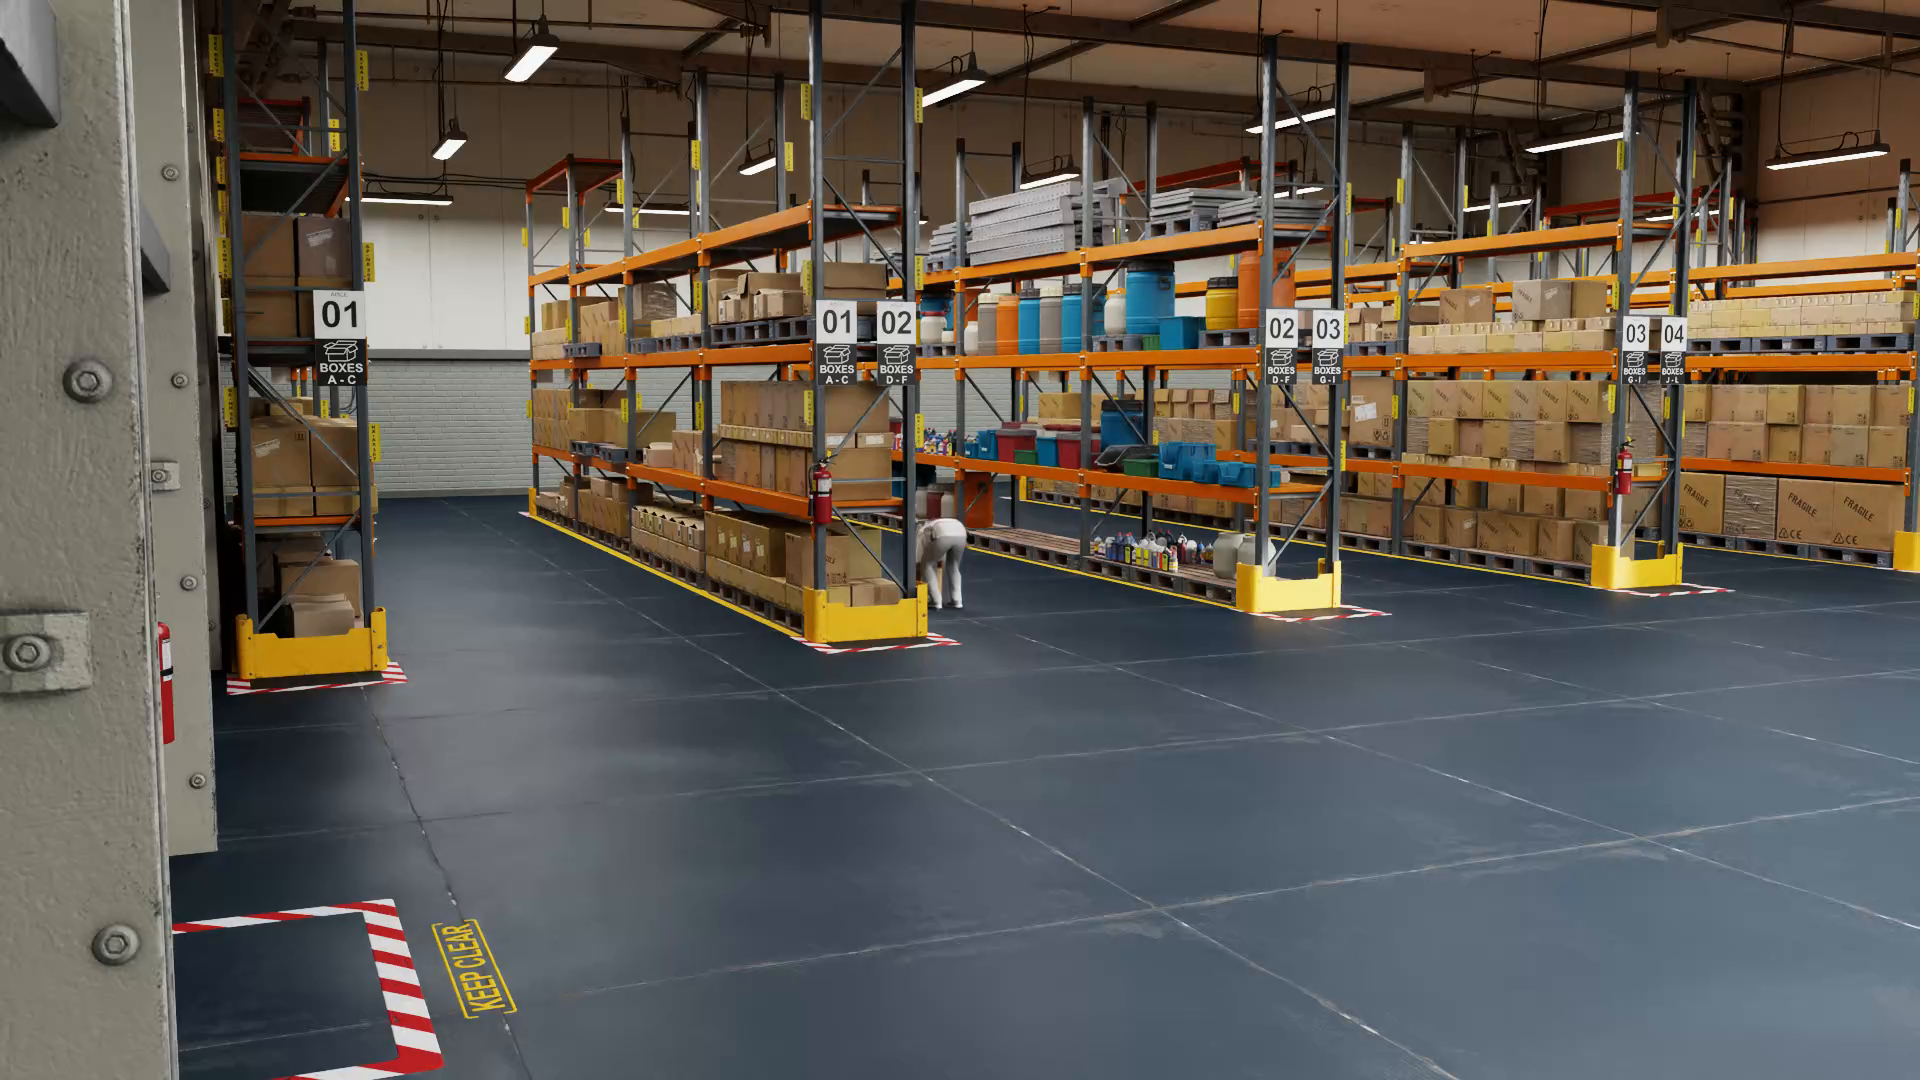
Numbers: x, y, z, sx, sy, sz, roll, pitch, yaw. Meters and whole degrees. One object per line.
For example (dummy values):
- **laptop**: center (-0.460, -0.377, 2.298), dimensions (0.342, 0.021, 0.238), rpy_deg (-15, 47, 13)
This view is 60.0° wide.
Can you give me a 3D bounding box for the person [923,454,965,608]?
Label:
- **person**: center (-0.176, -0.086, 17.924), dimensions (0.506, 1.655, 0.425), rpy_deg (-3, 6, -27)
